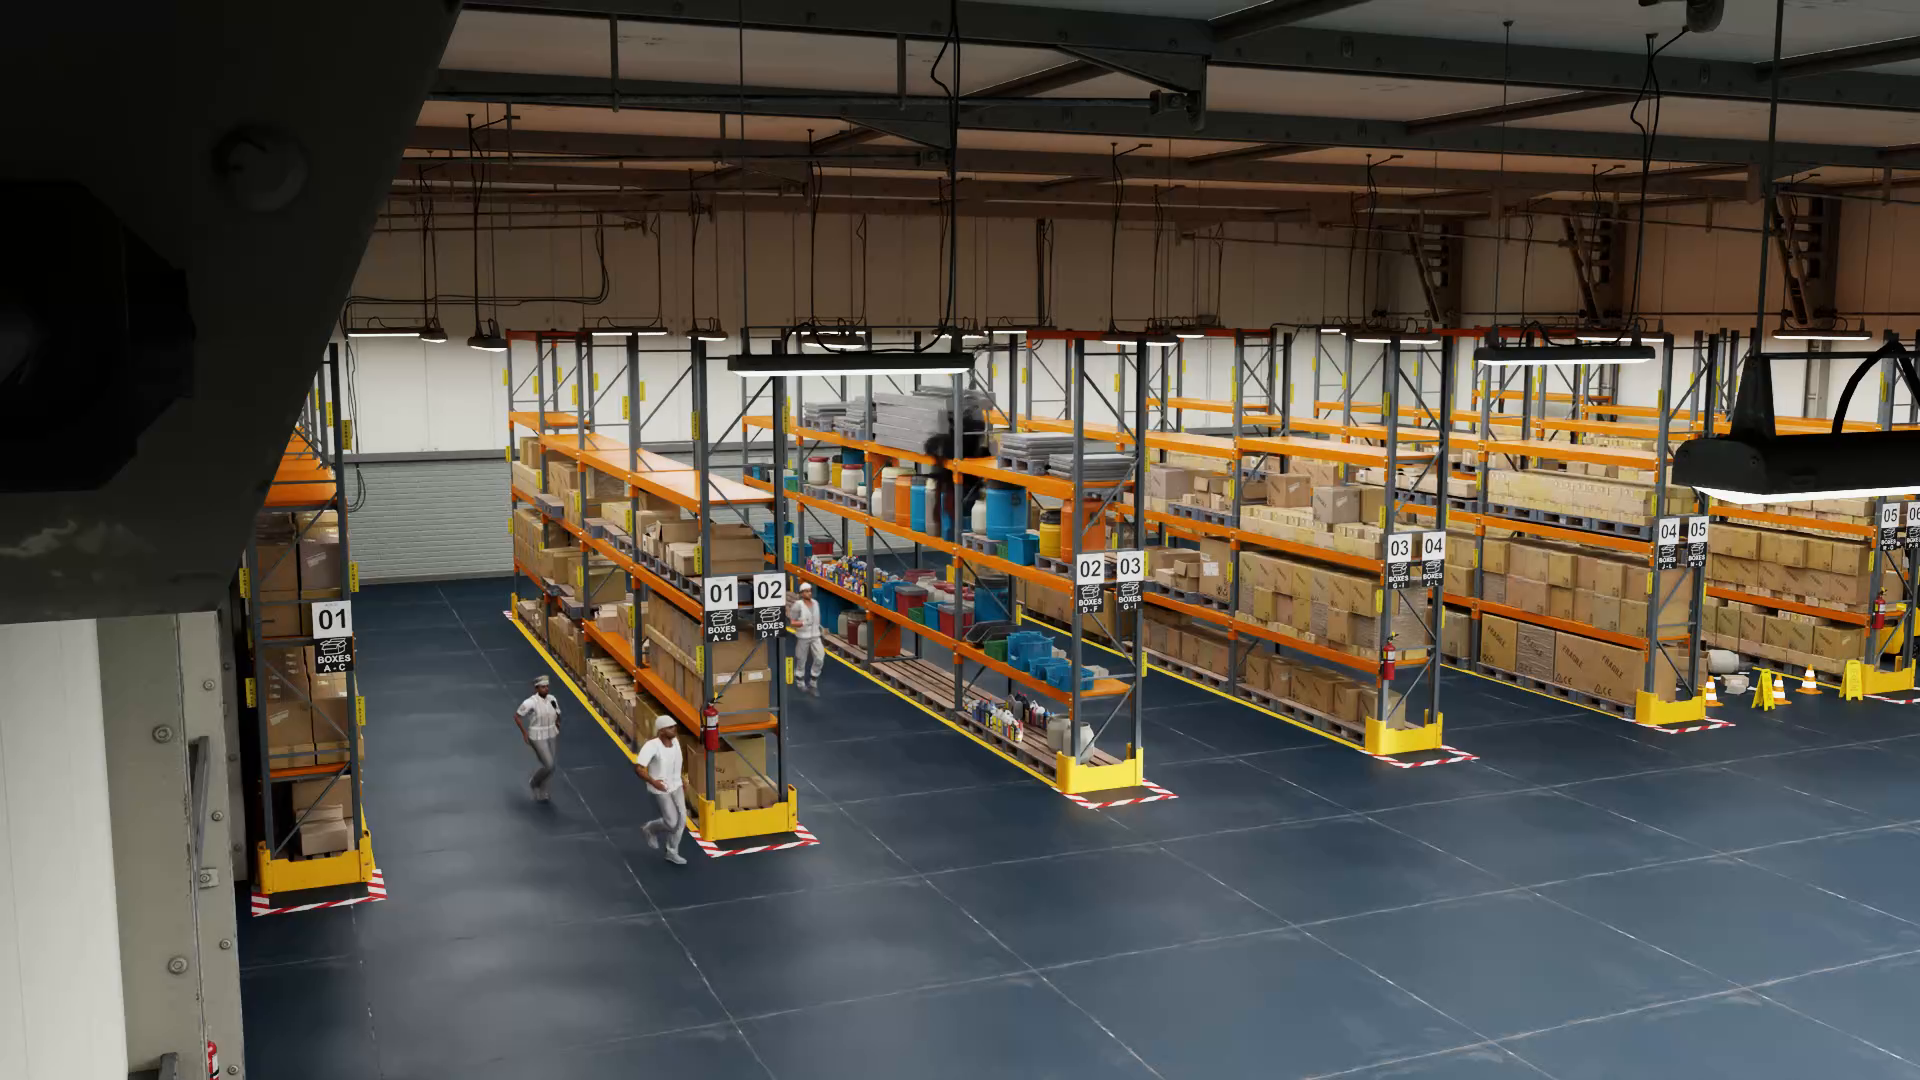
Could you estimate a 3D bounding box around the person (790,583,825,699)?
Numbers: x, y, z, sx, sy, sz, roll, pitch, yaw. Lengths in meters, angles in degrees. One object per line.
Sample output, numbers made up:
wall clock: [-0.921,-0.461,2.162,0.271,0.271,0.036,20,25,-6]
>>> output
person: [-2.373,1.601,26.339,0.631,1.856,0.670,-5,9,-32]

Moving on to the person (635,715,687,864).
person: [-3.433,2.876,19.277,0.603,1.736,0.736,6,10,36]

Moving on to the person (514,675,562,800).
person: [-5.390,2.571,21.572,0.628,1.662,0.552,6,10,39]
